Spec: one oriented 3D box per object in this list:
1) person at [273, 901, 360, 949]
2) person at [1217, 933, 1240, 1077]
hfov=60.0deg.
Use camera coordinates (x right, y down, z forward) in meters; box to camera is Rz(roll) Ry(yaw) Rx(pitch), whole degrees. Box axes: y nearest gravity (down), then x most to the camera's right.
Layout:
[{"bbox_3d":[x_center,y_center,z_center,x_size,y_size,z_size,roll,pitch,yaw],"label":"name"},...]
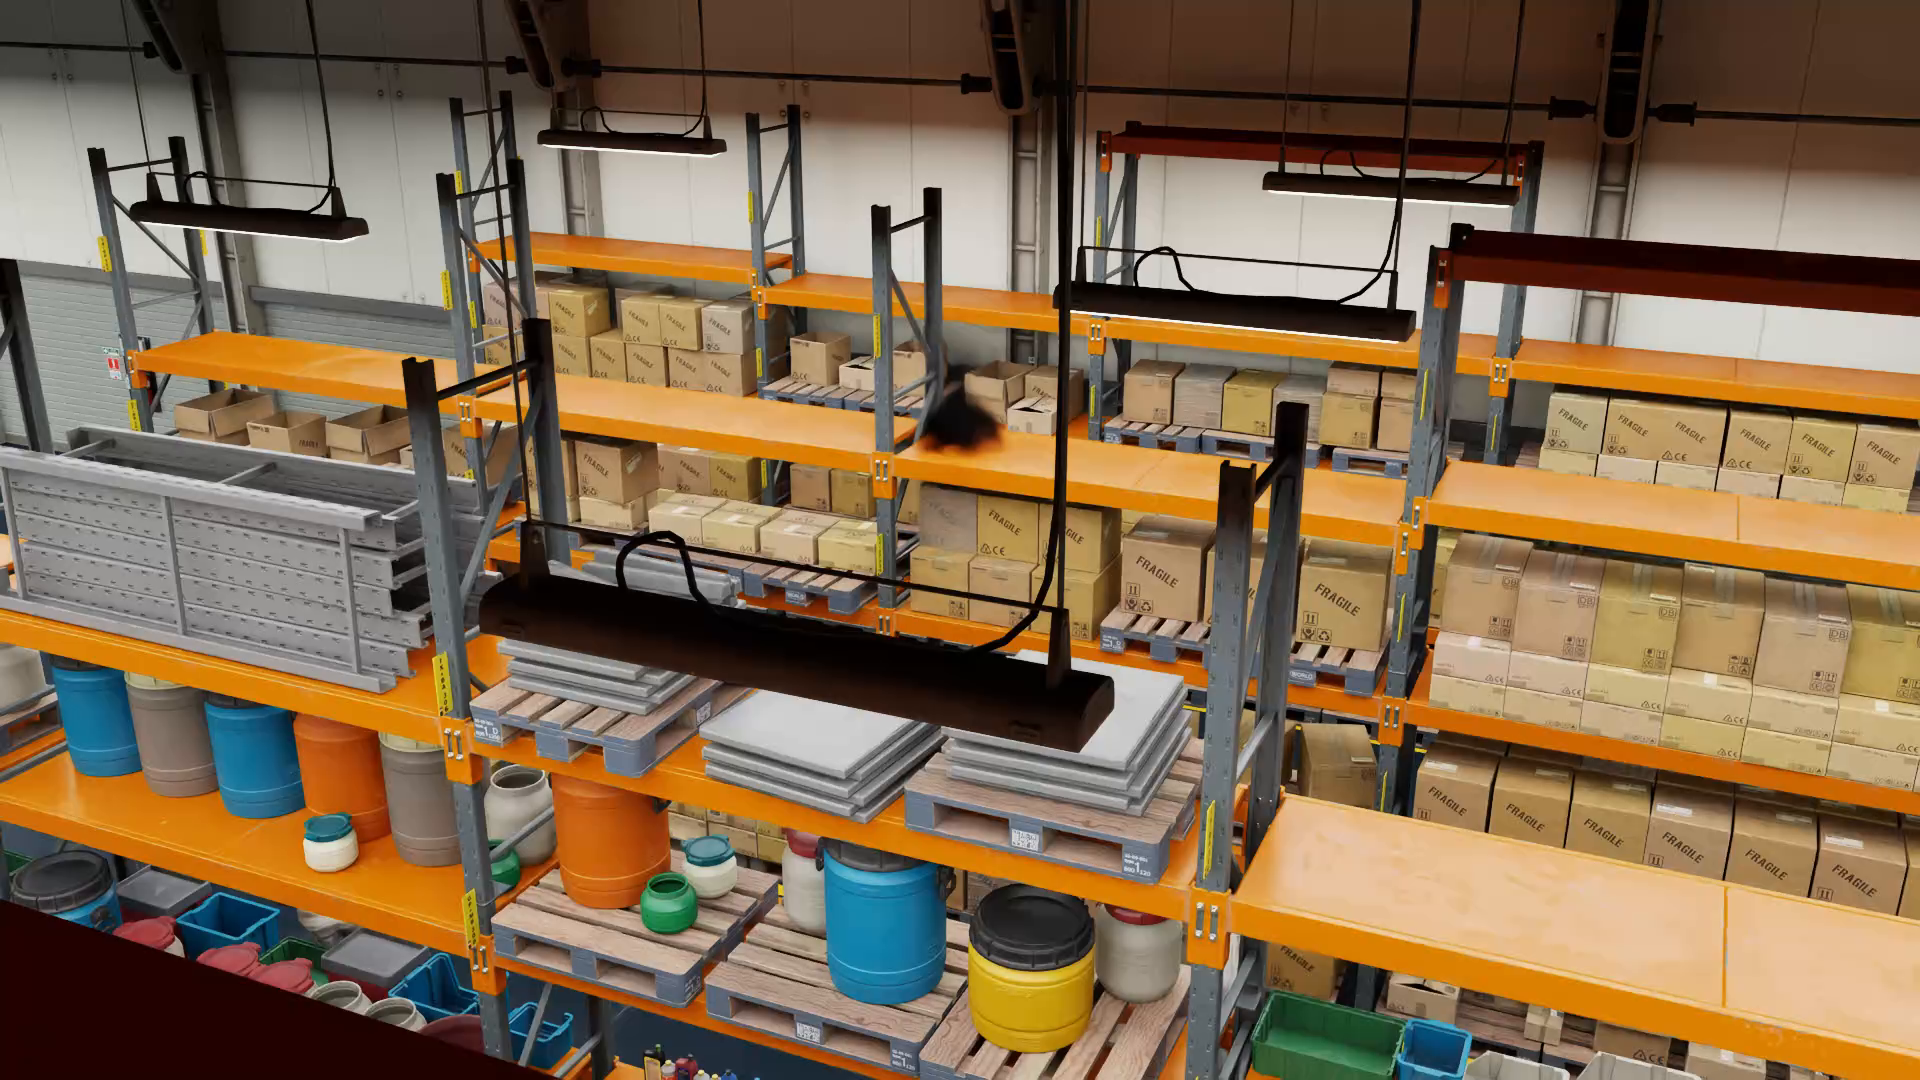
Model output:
[{"bbox_3d":[-4.787,2.849,12.623,0.745,1.730,0.856,-10,23,-25],"label":"person"},{"bbox_3d":[1.905,3.209,11.723,0.714,1.713,0.708,3,21,9],"label":"person"}]
